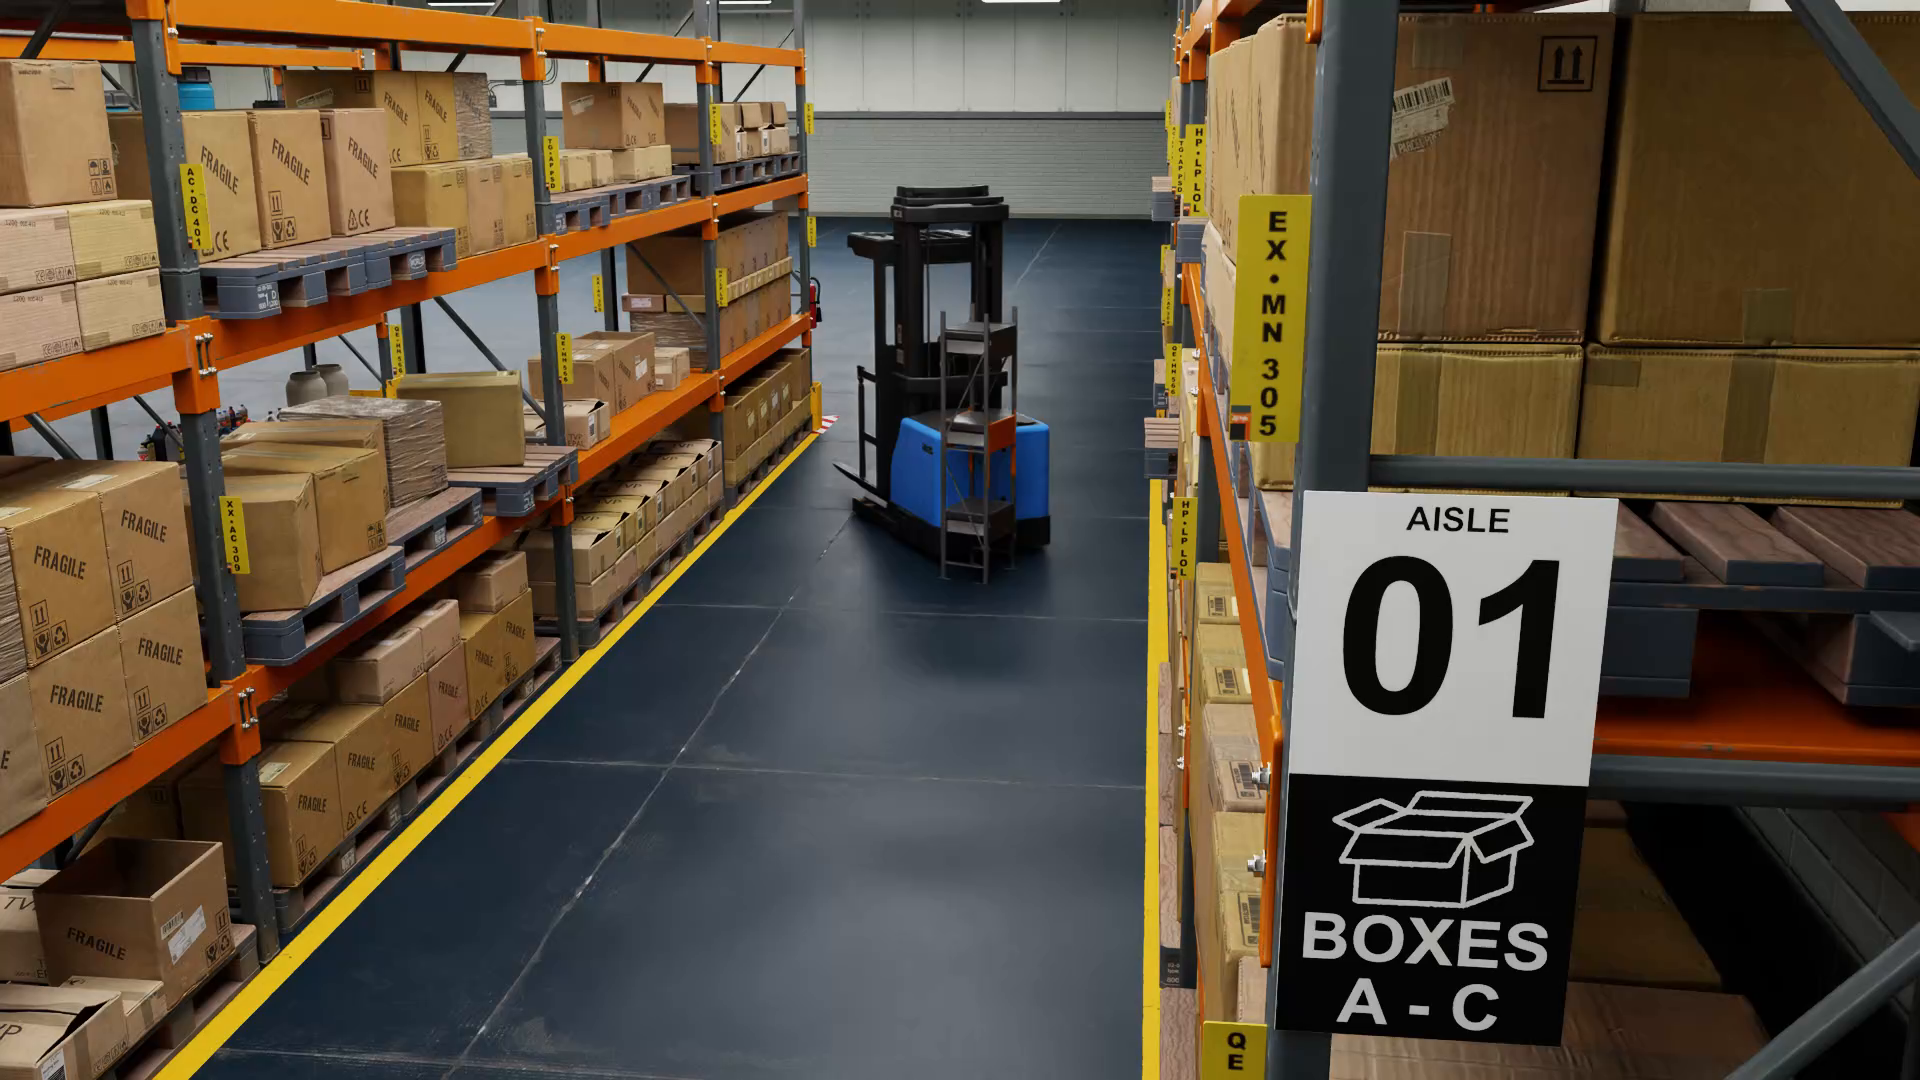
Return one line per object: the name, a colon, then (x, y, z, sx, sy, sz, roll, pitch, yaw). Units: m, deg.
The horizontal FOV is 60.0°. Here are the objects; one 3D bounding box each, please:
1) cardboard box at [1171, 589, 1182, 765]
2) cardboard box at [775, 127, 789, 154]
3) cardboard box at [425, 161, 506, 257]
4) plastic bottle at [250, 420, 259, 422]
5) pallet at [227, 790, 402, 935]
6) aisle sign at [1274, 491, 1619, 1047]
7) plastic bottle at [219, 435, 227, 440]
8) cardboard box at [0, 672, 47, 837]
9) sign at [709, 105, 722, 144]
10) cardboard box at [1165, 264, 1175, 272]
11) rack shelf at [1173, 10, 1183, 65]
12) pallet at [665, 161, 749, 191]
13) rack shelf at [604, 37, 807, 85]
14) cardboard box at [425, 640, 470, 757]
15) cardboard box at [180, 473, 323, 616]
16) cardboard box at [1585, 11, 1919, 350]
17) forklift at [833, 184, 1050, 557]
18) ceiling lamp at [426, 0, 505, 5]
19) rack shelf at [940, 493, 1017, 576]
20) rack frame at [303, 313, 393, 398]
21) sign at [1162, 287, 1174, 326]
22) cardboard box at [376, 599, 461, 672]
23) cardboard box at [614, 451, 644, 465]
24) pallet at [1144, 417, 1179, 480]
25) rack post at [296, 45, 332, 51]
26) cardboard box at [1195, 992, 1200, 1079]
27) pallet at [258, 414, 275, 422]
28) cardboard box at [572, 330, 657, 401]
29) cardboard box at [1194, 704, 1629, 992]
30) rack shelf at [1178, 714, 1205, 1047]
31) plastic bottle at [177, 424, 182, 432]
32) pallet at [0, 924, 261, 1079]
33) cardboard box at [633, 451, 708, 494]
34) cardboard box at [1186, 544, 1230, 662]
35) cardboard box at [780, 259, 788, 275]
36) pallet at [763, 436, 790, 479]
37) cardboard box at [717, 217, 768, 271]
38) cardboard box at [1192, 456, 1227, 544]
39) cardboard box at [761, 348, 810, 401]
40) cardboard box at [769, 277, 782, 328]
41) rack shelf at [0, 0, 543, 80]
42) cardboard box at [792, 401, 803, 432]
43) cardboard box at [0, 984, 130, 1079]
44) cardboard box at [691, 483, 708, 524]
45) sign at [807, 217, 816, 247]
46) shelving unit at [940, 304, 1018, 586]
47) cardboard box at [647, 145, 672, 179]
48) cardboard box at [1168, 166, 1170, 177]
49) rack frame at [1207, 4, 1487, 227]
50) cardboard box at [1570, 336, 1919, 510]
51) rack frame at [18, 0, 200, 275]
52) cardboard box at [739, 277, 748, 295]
cardboard box: (1.534, 0.741, 8.987, 0.750, 0.750, 0.750, 2, 15, 6)
cardboard box: (-2.035, -4.067, 16.923, 0.500, 0.250, 0.500, 2, 15, 6)
cardboard box: (-3.143, -1.902, 9.512, 0.910, 0.500, 0.500, 2, 15, 6)
plastic bottle: (-7.117, -1.088, 16.816, 0.152, 0.276, 0.135, 2, 15, 6)
pallet: (-3.467, 1.519, 8.140, 1.003, 0.211, 1.213, 2, 15, 6)
aisle sign: (0.643, 0.322, 2.243, 0.394, 0.787, 0.004, 2, 15, 6)
plastic bottle: (-7.059, -0.889, 16.077, 0.152, 0.276, 0.135, 2, 15, 8)
cardboard box: (-3.435, 0.741, 5.483, 0.500, 0.500, 0.500, 2, 15, 8)
sign: (-2.079, -3.526, 14.115, 0.100, 0.325, 0.005, 2, 15, 6)
cardboard box: (2.226, -2.371, 15.995, 0.500, 0.500, 0.500, 2, 15, 8)
rack shelf: (2.529, -4.611, 15.358, 1.077, 0.370, 4.000, 2, 15, 6)
pallet: (-2.548, -3.317, 15.106, 1.003, 0.211, 1.213, 2, 15, 6)
rack shelf: (-2.393, -4.564, 15.946, 1.077, 0.370, 4.000, 2, 15, 6)
cardboard box: (-3.054, 0.862, 9.174, 0.500, 0.500, 0.500, 1, 15, 4)
cardboard box: (-3.246, 0.018, 7.354, 0.700, 0.500, 0.500, -3, 16, -13)
cardboard box: (1.272, -0.603, 2.755, 0.500, 0.500, 0.500, 1, 15, 4)
forklift: (-0.310, -1.618, 14.532, 1.130, 2.935, 3.031, -7, 16, -23)
ceiling lamp: (-12.752, -15.438, 42.832, 2.000, 3.185, 0.800, 2, 15, 6)
rack shelf: (0.146, -0.050, 13.057, 0.431, 0.518, 0.480, 8, 17, 26)
rack frame: (-7.089, -2.874, 19.045, 1.000, 3.000, 0.127, 2, 15, 6)
sign: (1.764, -1.977, 14.068, 0.100, 0.325, 0.005, 2, 15, 6)
cardboard box: (-3.056, 0.510, 9.040, 0.500, 0.250, 0.500, 1, 15, 5)
cardboard box: (-2.975, -0.606, 14.047, 0.500, 0.311, 0.500, 2, 15, 6)
pallet: (1.827, -0.603, 11.012, 1.213, 0.211, 1.003, 2, 15, 6)
rack post: (-7.300, -5.336, 17.616, 0.937, 0.300, 0.954, 3, 15, 12)
cardboard box: (1.215, 1.725, 6.021, 0.700, 0.500, 0.500, 2, 15, 7)
pallet: (-7.148, -1.296, 18.552, 1.003, 0.211, 1.213, 2, 15, 6)
cardboard box: (-2.781, -1.403, 13.412, 0.500, 0.500, 0.500, 3, 15, 10)
cardboard box: (1.163, 0.904, 4.499, 0.980, 0.700, 0.700, 1, 15, 4)
rack shelf: (1.175, 1.396, 4.631, 1.077, 0.370, 4.000, 2, 15, 6)
plastic bottle: (-7.755, -1.007, 16.499, 0.061, 0.283, 0.133, 3, 15, 10)
pallet: (-3.600, 1.909, 6.697, 1.003, 0.211, 1.213, 2, 15, 6)
cardboard box: (-2.432, -0.587, 13.976, 0.500, 0.311, 0.500, 2, 15, 8)
cardboard box: (1.203, 0.201, 6.871, 0.500, 0.500, 0.500, 1, 15, 5)
cardboard box: (-2.049, -2.916, 17.765, 0.380, 0.149, 0.250, 2, 15, 8)
pallet: (-2.352, -0.866, 16.961, 1.003, 0.211, 1.213, 2, 15, 6)
cardboard box: (-2.349, -3.000, 16.833, 0.700, 0.500, 0.500, 2, 15, 6)
cardboard box: (1.199, -0.162, 6.779, 0.500, 0.250, 0.500, 2, 15, 8)
cardboard box: (-1.932, -1.817, 18.161, 0.500, 0.500, 0.500, 2, 15, 6)
cardboard box: (-2.287, -2.518, 17.538, 0.700, 0.500, 0.500, 2, 15, 8)
rack shelf: (-3.296, -2.489, 8.273, 1.077, 0.370, 4.000, 2, 15, 6)
cardboard box: (-1.979, -1.325, 17.778, 0.500, 0.250, 0.500, 2, 15, 6)
cardboard box: (-3.389, 1.821, 5.988, 0.500, 0.311, 0.500, 2, 15, 6)
cardboard box: (-2.436, -0.318, 14.055, 0.500, 0.250, 0.500, 1, 15, 5)
sign: (-1.630, -3.381, 18.247, 0.100, 0.325, 0.005, 2, 15, 6)
shelving unit: (0.146, -0.739, 12.871, 0.431, 2.100, 0.503, 8, 17, 26)
cardboard box: (-2.698, -3.109, 13.648, 0.500, 0.250, 0.500, 3, 15, 12)
cardboard box: (2.373, -3.871, 16.754, 0.500, 0.500, 0.500, 3, 15, 10)
rack frame: (1.401, -2.366, 5.672, 1.000, 3.000, 0.127, 2, 15, 6)
cardboard box: (1.276, -0.241, 2.853, 0.500, 0.250, 0.500, 2, 15, 9)
rack frame: (-3.522, -2.511, 6.208, 1.000, 3.000, 0.127, 2, 15, 6)
cardboard box: (-2.255, -2.450, 16.040, 0.380, 0.149, 0.250, 1, 15, 5)
